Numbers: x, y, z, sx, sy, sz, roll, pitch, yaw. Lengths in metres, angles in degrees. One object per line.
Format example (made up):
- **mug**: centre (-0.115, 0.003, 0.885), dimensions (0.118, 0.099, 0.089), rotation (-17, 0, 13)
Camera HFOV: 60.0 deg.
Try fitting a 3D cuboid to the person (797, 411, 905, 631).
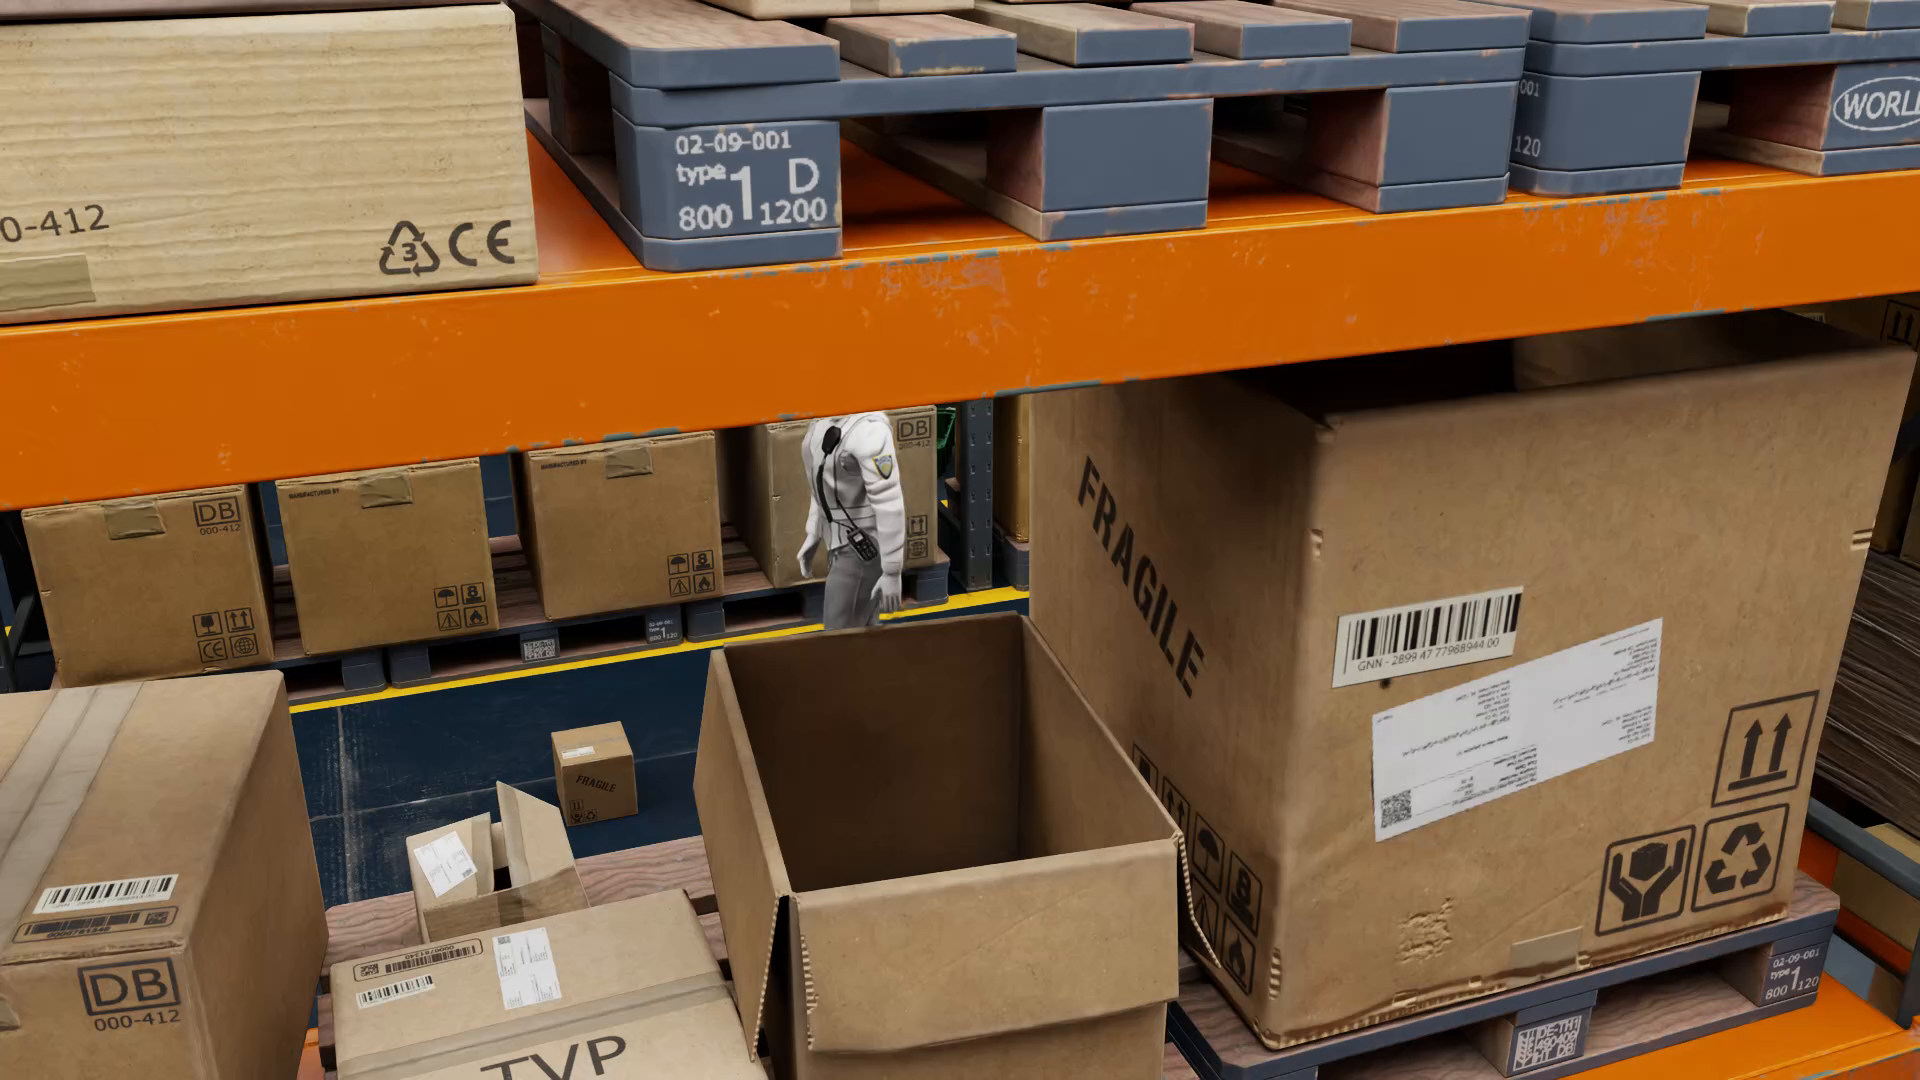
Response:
- **person**: centre (-0.338, 0.035, 5.982), dimensions (0.712, 1.663, 0.508), rotation (-6, 23, -15)
